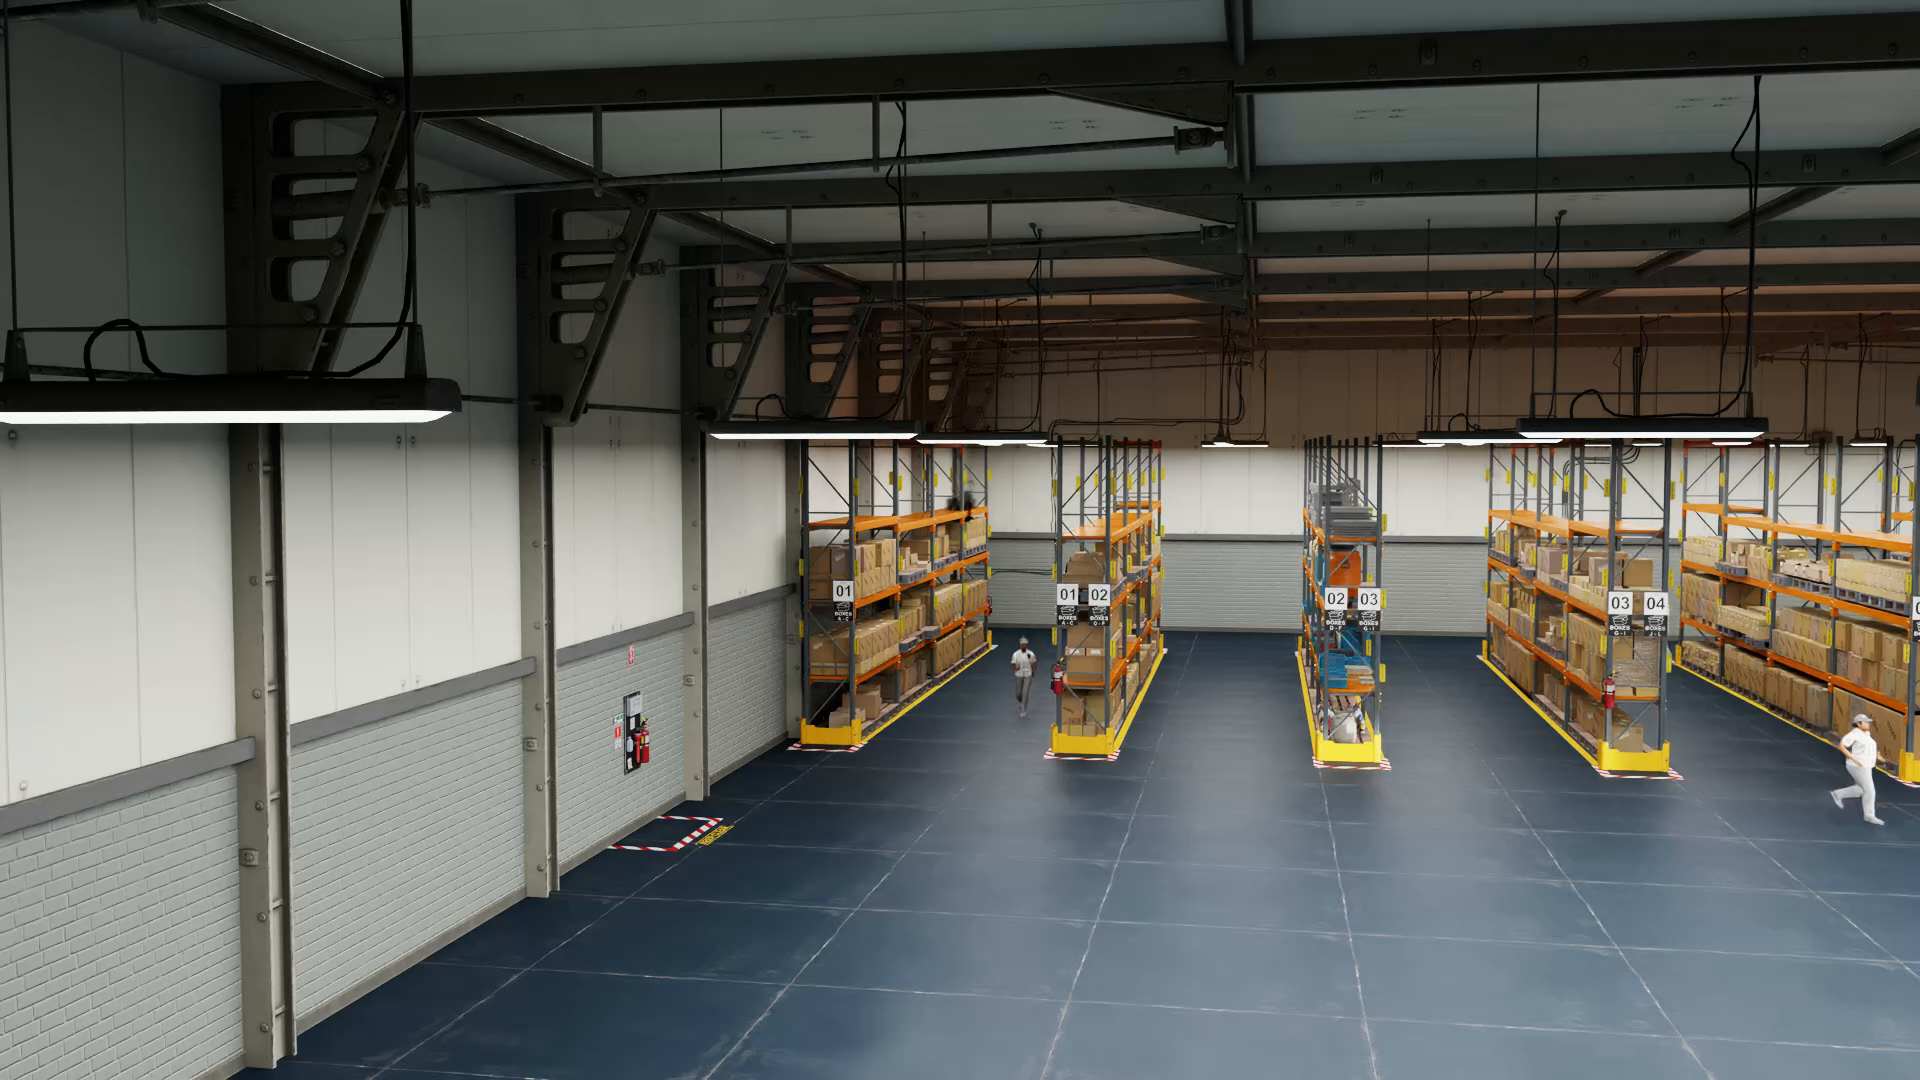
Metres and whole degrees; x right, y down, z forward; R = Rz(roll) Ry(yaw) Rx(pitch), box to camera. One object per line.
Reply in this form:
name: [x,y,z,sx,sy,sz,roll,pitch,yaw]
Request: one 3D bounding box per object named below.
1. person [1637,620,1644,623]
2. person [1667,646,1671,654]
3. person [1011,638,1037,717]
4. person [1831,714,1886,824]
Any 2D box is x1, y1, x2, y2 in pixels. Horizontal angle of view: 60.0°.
person: [18.170,2.443,45.163,0.815,1.749,0.805,-3,4,-45]
person: [19.197,2.395,45.689,0.718,1.817,0.724,0,3,5]
person: [1.381,2.940,35.949,0.581,1.670,0.739,0,3,4]
person: [13.894,3.521,25.741,0.607,1.665,0.830,-3,4,-40]
